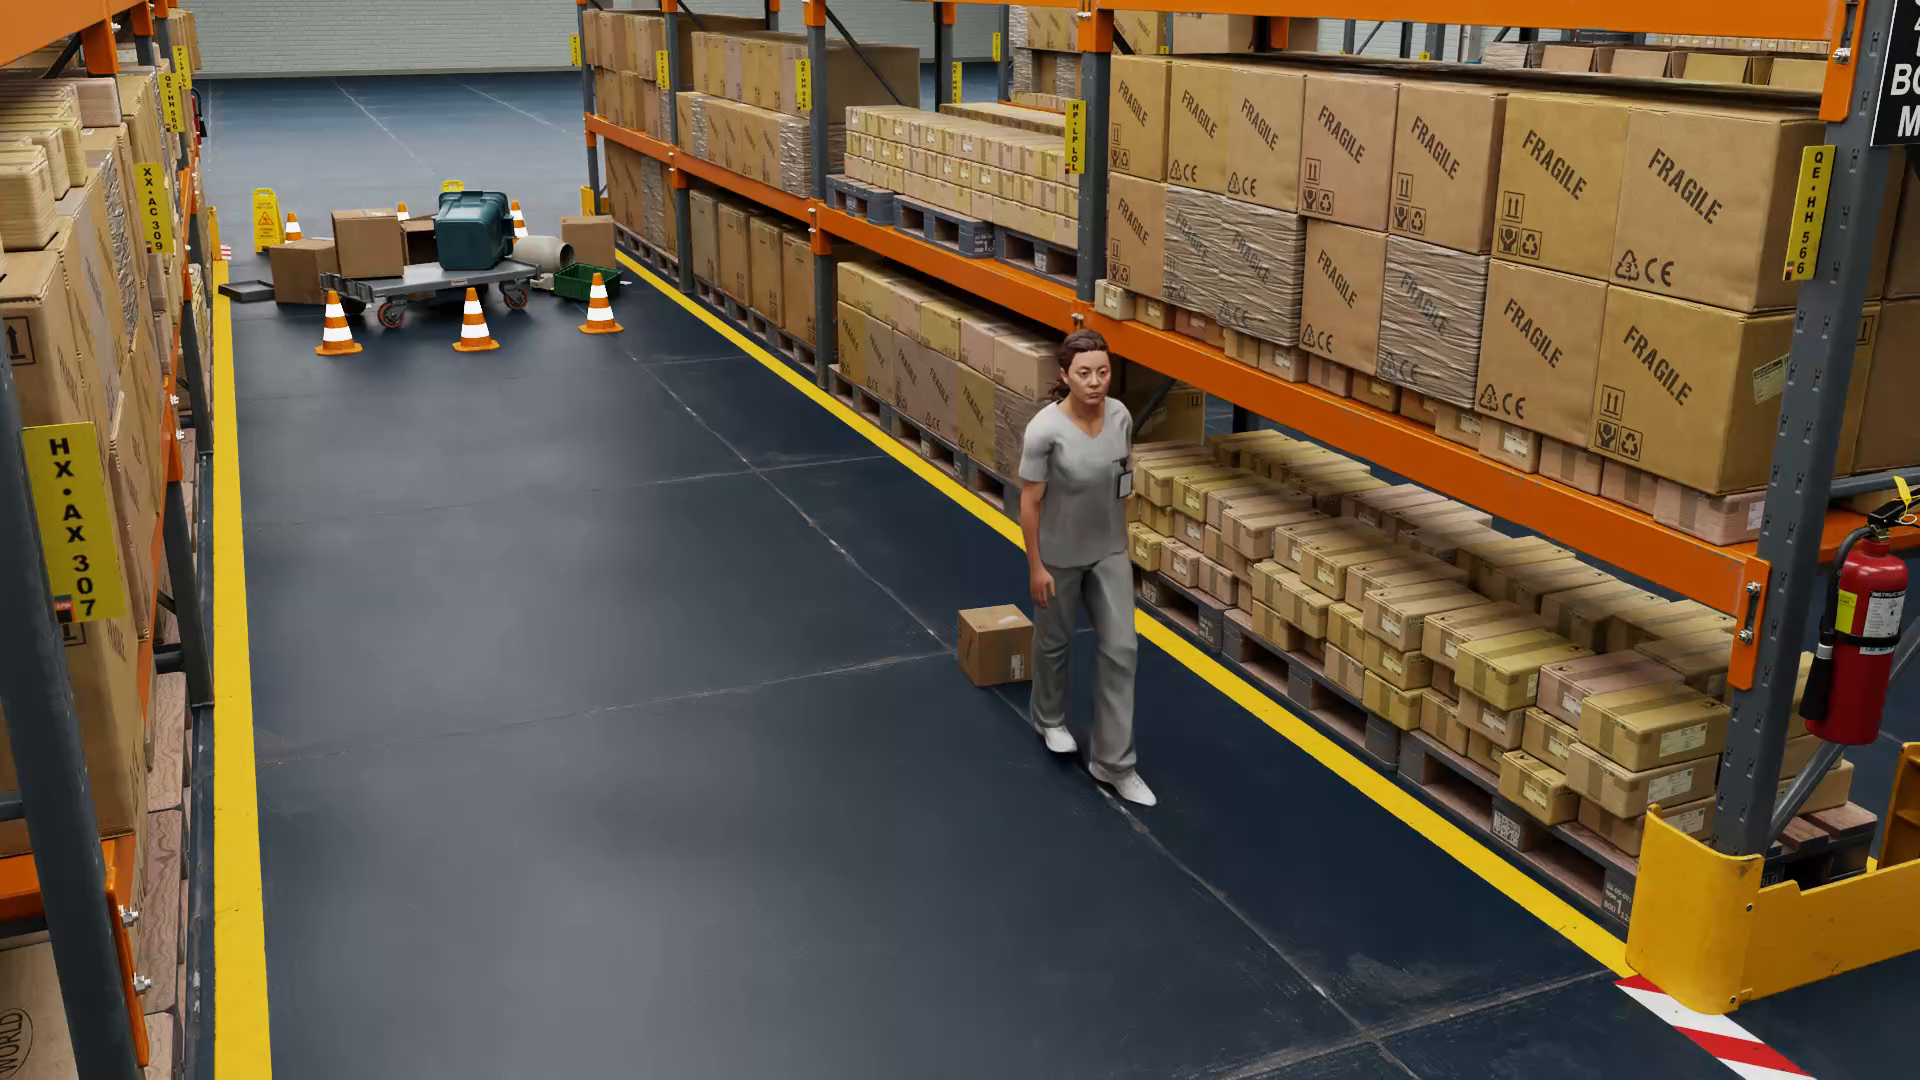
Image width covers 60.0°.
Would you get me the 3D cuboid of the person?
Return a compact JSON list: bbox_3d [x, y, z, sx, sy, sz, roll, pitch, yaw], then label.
[{"bbox_3d":[0.412,0.080,5.890,0.470,1.699,0.685,-6,20,-17],"label":"person"}]
